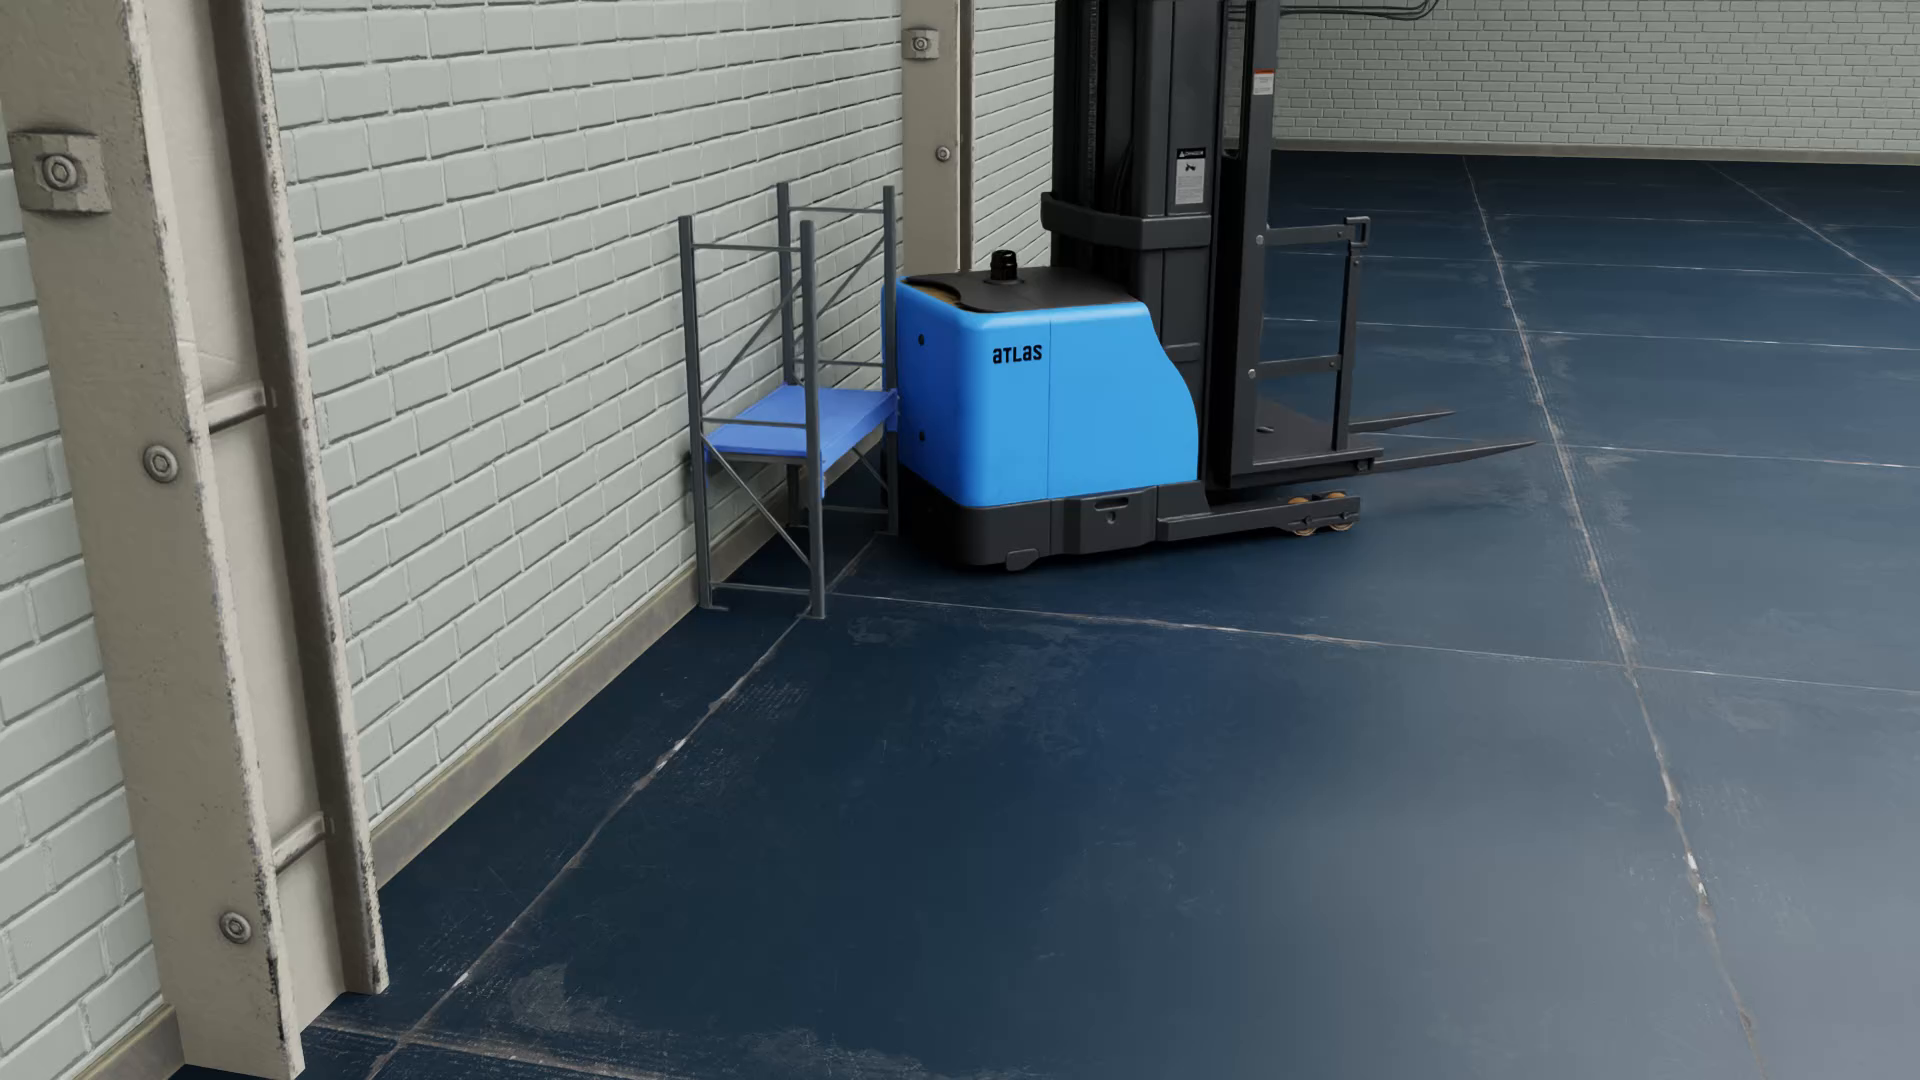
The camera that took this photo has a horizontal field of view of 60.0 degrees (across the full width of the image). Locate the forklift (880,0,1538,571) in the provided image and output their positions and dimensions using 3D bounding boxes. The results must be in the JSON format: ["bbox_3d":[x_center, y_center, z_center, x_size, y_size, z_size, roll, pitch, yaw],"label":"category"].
[{"bbox_3d":[1.211,-1.551,7.195,3.031,2.935,1.130,-8,20,-21],"label":"forklift"}]

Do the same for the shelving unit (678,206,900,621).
[{"bbox_3d":[-0.635,-0.586,6.580,0.538,1.500,1.039,5,19,13],"label":"shelving unit"}]

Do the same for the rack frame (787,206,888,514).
[{"bbox_3d":[-0.511,-0.747,7.051,0.475,1.308,0.013,5,19,13],"label":"rack frame"}]

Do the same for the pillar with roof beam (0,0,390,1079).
[{"bbox_3d":[2.594,-2.794,1.446,9.100,9.000,0.400,5,19,13],"label":"pillar with roof beam"}]

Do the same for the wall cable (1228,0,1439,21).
[{"bbox_3d":[4.819,-8.125,21.859,3.097,2.526,0.112,5,19,13],"label":"wall cable"}]

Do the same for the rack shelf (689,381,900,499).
[{"bbox_3d":[-0.634,-0.417,6.643,0.538,0.185,1.000,5,19,13],"label":"rack shelf"}]

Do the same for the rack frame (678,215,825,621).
[{"bbox_3d":[-0.758,-0.427,6.118,0.500,1.500,0.032,5,19,13],"label":"rack frame"}]

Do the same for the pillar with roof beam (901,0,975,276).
[{"bbox_3d":[4.060,-4.675,6.952,9.100,9.000,0.400,5,19,13],"label":"pillar with roof beam"}]
